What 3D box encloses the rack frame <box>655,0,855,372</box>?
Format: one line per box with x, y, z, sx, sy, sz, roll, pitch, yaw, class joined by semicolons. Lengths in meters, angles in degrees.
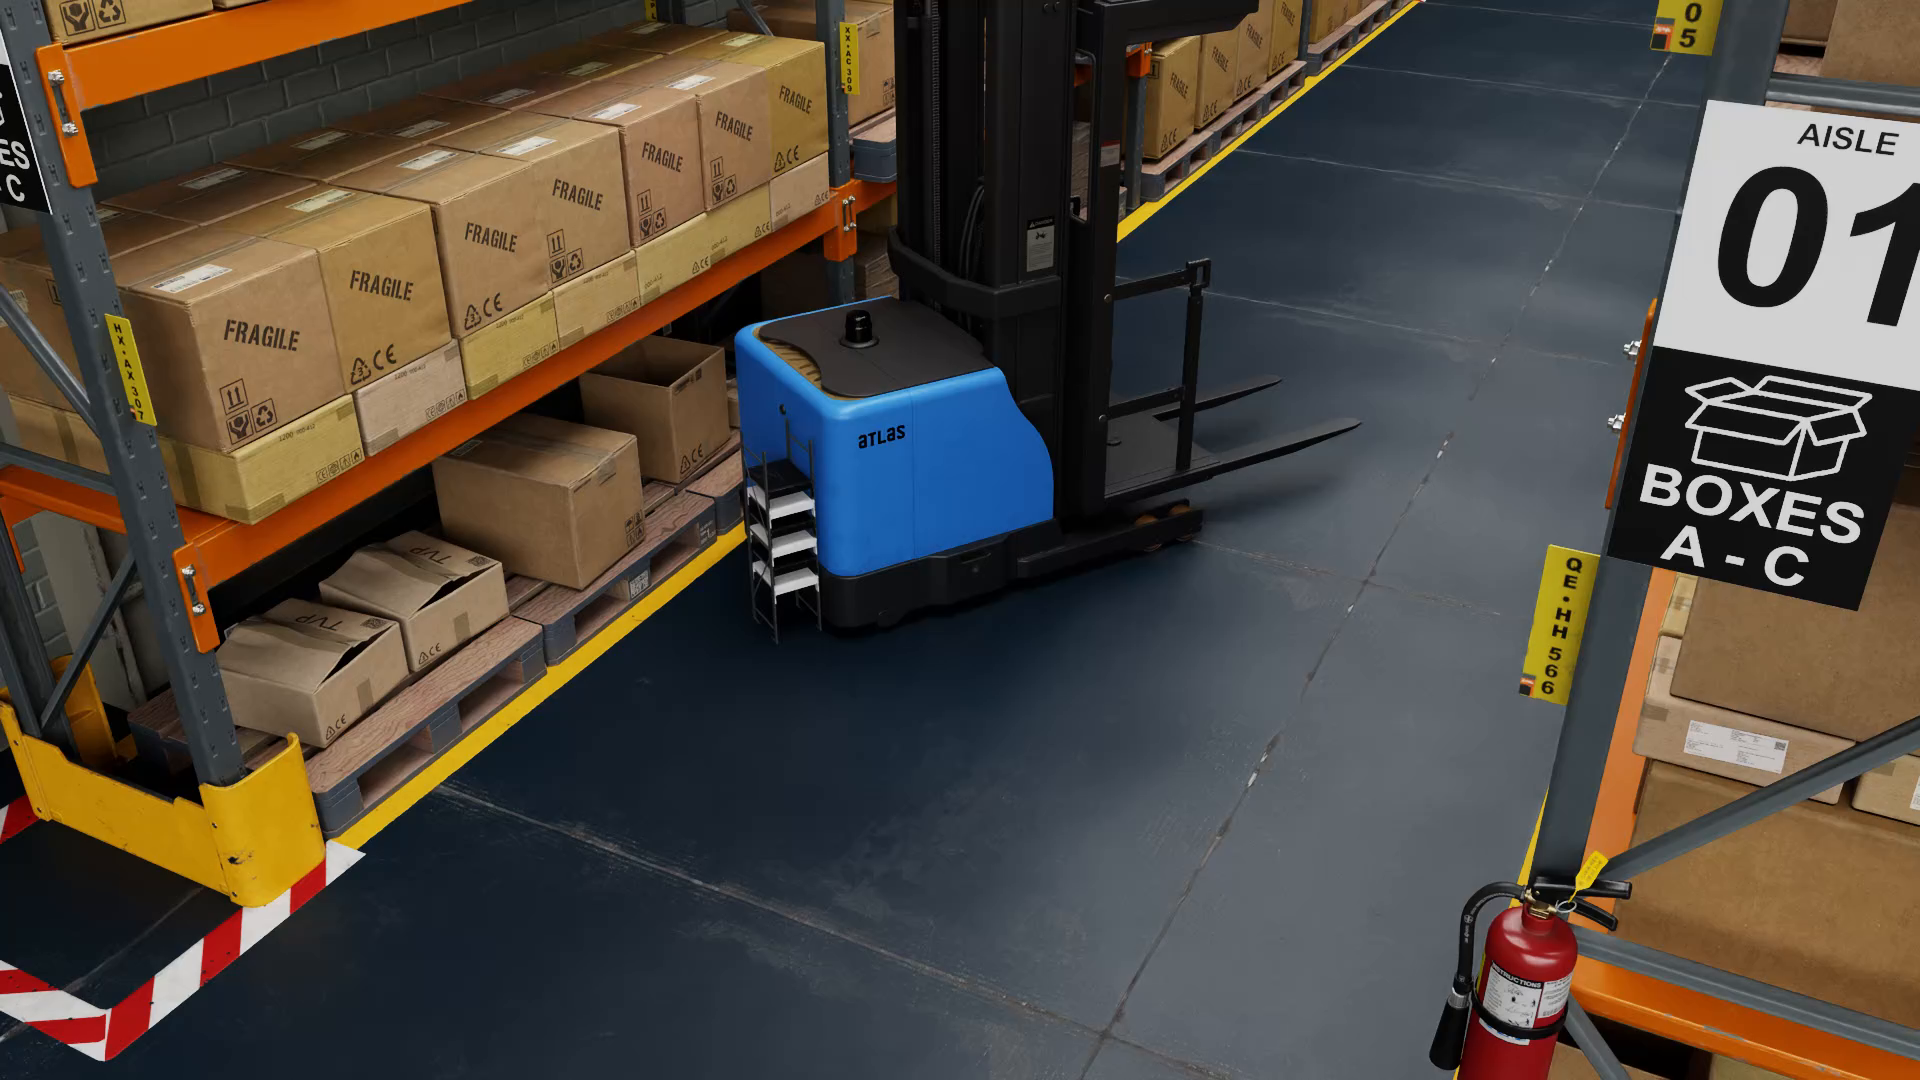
-1.008;-2.000;8.221;1.000;3.000;0.127;14;33;23;rack frame

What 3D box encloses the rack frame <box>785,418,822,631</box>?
-0.653;-0.056;6.944;0.006;0.900;0.240;-16;34;-26;rack frame

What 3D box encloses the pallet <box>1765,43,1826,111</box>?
1.927;-0.675;2.990;1.003;0.211;1.213;14;33;23;pallet

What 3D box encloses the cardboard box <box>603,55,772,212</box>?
-1.170;-1.767;7.192;0.500;0.500;0.500;14;33;23;cardboard box

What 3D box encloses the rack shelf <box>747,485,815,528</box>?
-0.741;-0.158;6.827;0.200;0.077;0.258;-16;34;-26;rack shelf

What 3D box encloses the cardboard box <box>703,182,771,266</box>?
-1.188;-1.446;7.387;0.500;0.250;0.500;14;33;23;cardboard box

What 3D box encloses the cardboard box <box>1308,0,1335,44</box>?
3.069;-4.953;15.452;0.700;0.500;0.500;15;33;24;cardboard box

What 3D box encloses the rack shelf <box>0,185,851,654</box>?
-1.919;-0.802;6.856;1.077;0.370;4.000;14;33;23;rack shelf

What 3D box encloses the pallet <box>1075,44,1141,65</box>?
0.585;-3.350;10.765;1.213;0.211;1.003;14;33;23;pallet

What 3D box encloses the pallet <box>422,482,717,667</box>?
-1.837;0.058;7.438;1.003;0.211;1.213;14;33;23;pallet

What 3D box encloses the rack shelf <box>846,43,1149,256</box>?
-0.096;-2.575;9.944;1.077;0.370;4.000;14;33;23;rack shelf

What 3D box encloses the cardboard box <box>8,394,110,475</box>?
-2.789;-0.422;5.603;0.500;0.250;0.500;15;33;24;cardboard box

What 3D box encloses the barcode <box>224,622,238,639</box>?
-2.782;0.359;6.362;0.001;0.075;0.075;14;33;23;barcode

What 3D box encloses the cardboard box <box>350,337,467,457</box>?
-2.101;-0.548;5.823;0.500;0.250;0.500;13;32;22;cardboard box

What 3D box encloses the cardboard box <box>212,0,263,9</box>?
-2.178;-1.901;4.916;0.500;0.500;0.500;17;34;26;cardboard box

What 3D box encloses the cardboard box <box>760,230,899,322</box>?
-0.687;-1.437;9.309;0.700;0.500;0.500;15;33;25;cardboard box

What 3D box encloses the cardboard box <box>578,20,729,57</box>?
-1.408;-2.108;7.786;0.500;0.500;0.500;14;33;22;cardboard box

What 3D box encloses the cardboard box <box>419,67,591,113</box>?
-1.878;-1.660;7.006;0.500;0.500;0.500;15;33;25;cardboard box

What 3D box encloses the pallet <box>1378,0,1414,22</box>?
4.164;-5.739;17.531;1.003;0.211;1.213;14;33;23;pallet

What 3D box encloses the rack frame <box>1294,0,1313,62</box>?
2.637;-5.547;14.397;1.000;3.000;0.127;14;33;23;rack frame

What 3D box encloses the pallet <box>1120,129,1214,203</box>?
1.241;-2.897;12.582;1.003;0.211;1.213;14;33;23;pallet

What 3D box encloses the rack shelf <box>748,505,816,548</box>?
-0.741;-0.080;6.871;0.200;0.077;0.258;-16;34;-26;rack shelf

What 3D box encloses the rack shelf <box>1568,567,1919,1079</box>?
2.493;0.320;4.902;1.077;0.370;4.000;14;33;23;rack shelf

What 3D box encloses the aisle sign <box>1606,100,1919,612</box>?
1.290;-0.270;2.597;0.394;0.787;0.004;14;33;23;aisle sign

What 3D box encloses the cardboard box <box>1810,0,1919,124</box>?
1.847;-0.947;2.709;0.797;0.503;0.637;17;34;27;cardboard box

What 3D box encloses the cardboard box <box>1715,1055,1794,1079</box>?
2.250;1.171;4.285;0.500;0.500;0.500;14;33;23;cardboard box

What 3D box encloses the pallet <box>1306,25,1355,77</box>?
3.053;-4.657;15.647;1.003;0.211;1.213;14;33;23;pallet

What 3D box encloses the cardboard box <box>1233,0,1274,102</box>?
2.054;-4.084;13.587;0.750;0.750;0.750;15;33;25;cardboard box

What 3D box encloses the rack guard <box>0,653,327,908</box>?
-2.795;0.823;5.814;1.175;0.500;0.348;14;33;23;rack guard

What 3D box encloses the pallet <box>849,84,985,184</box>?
-0.530;-2.223;8.801;1.003;0.211;1.213;14;33;23;pallet

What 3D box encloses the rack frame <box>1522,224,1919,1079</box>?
1.582;0.895;3.179;1.000;3.000;0.127;14;33;23;rack frame

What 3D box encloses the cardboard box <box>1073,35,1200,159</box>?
1.266;-3.320;12.256;0.750;0.750;0.750;14;33;23;cardboard box

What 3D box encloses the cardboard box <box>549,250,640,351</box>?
-1.631;-0.996;6.604;0.500;0.250;0.500;15;33;24;cardboard box

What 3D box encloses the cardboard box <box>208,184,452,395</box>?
-2.111;-0.856;5.606;0.500;0.500;0.500;14;33;23;cardboard box

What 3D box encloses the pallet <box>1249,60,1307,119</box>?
2.352;-3.978;14.466;1.003;0.211;1.213;14;33;23;pallet

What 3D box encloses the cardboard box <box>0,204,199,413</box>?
-2.804;-0.753;5.427;0.500;0.500;0.500;14;33;23;cardboard box

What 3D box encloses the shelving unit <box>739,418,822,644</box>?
-0.741;-0.031;6.900;0.210;0.900;0.258;-16;34;-26;shelving unit

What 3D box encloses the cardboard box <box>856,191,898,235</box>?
-0.489;-1.958;9.463;0.500;0.250;0.500;14;33;22;cardboard box

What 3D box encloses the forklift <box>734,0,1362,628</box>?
0.539;-1.428;7.294;3.031;2.935;1.130;-16;34;-26;forklift

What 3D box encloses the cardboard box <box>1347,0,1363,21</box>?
3.536;-5.402;16.234;0.700;0.500;0.500;15;33;24;cardboard box

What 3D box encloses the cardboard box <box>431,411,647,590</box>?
-1.796;-0.187;7.131;0.700;0.500;0.500;12;32;20;cardboard box

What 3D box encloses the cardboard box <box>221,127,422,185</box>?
-2.334;-1.204;6.212;0.500;0.500;0.500;13;32;22;cardboard box

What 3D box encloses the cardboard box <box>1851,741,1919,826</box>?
1.952;0.445;3.211;0.380;0.149;0.250;14;33;23;cardboard box

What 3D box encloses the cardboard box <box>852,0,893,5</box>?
-0.484;-2.698;8.895;0.700;0.500;0.500;18;34;28;cardboard box

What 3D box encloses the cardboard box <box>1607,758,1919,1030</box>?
1.806;0.648;3.510;0.700;0.500;0.500;14;33;23;cardboard box

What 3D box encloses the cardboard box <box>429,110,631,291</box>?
-1.645;-1.315;6.406;0.500;0.500;0.500;15;33;25;cardboard box

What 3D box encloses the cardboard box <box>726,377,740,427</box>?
-1.225;-0.718;8.392;0.380;0.166;0.250;10;31;17;cardboard box

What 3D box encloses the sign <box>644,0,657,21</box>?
-1.503;-2.627;8.149;0.100;0.325;0.005;14;33;23;sign

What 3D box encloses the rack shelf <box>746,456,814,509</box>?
-0.741;-0.236;6.782;0.200;0.077;0.258;-16;34;-26;rack shelf

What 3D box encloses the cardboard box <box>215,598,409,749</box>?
-2.434;0.462;6.192;0.500;0.311;0.500;11;32;18;cardboard box

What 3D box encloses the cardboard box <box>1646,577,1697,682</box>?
1.704;0.241;3.566;0.380;0.149;0.250;15;33;25;cardboard box

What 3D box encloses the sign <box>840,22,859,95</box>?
-0.521;-2.256;7.797;0.100;0.325;0.005;14;33;23;sign
